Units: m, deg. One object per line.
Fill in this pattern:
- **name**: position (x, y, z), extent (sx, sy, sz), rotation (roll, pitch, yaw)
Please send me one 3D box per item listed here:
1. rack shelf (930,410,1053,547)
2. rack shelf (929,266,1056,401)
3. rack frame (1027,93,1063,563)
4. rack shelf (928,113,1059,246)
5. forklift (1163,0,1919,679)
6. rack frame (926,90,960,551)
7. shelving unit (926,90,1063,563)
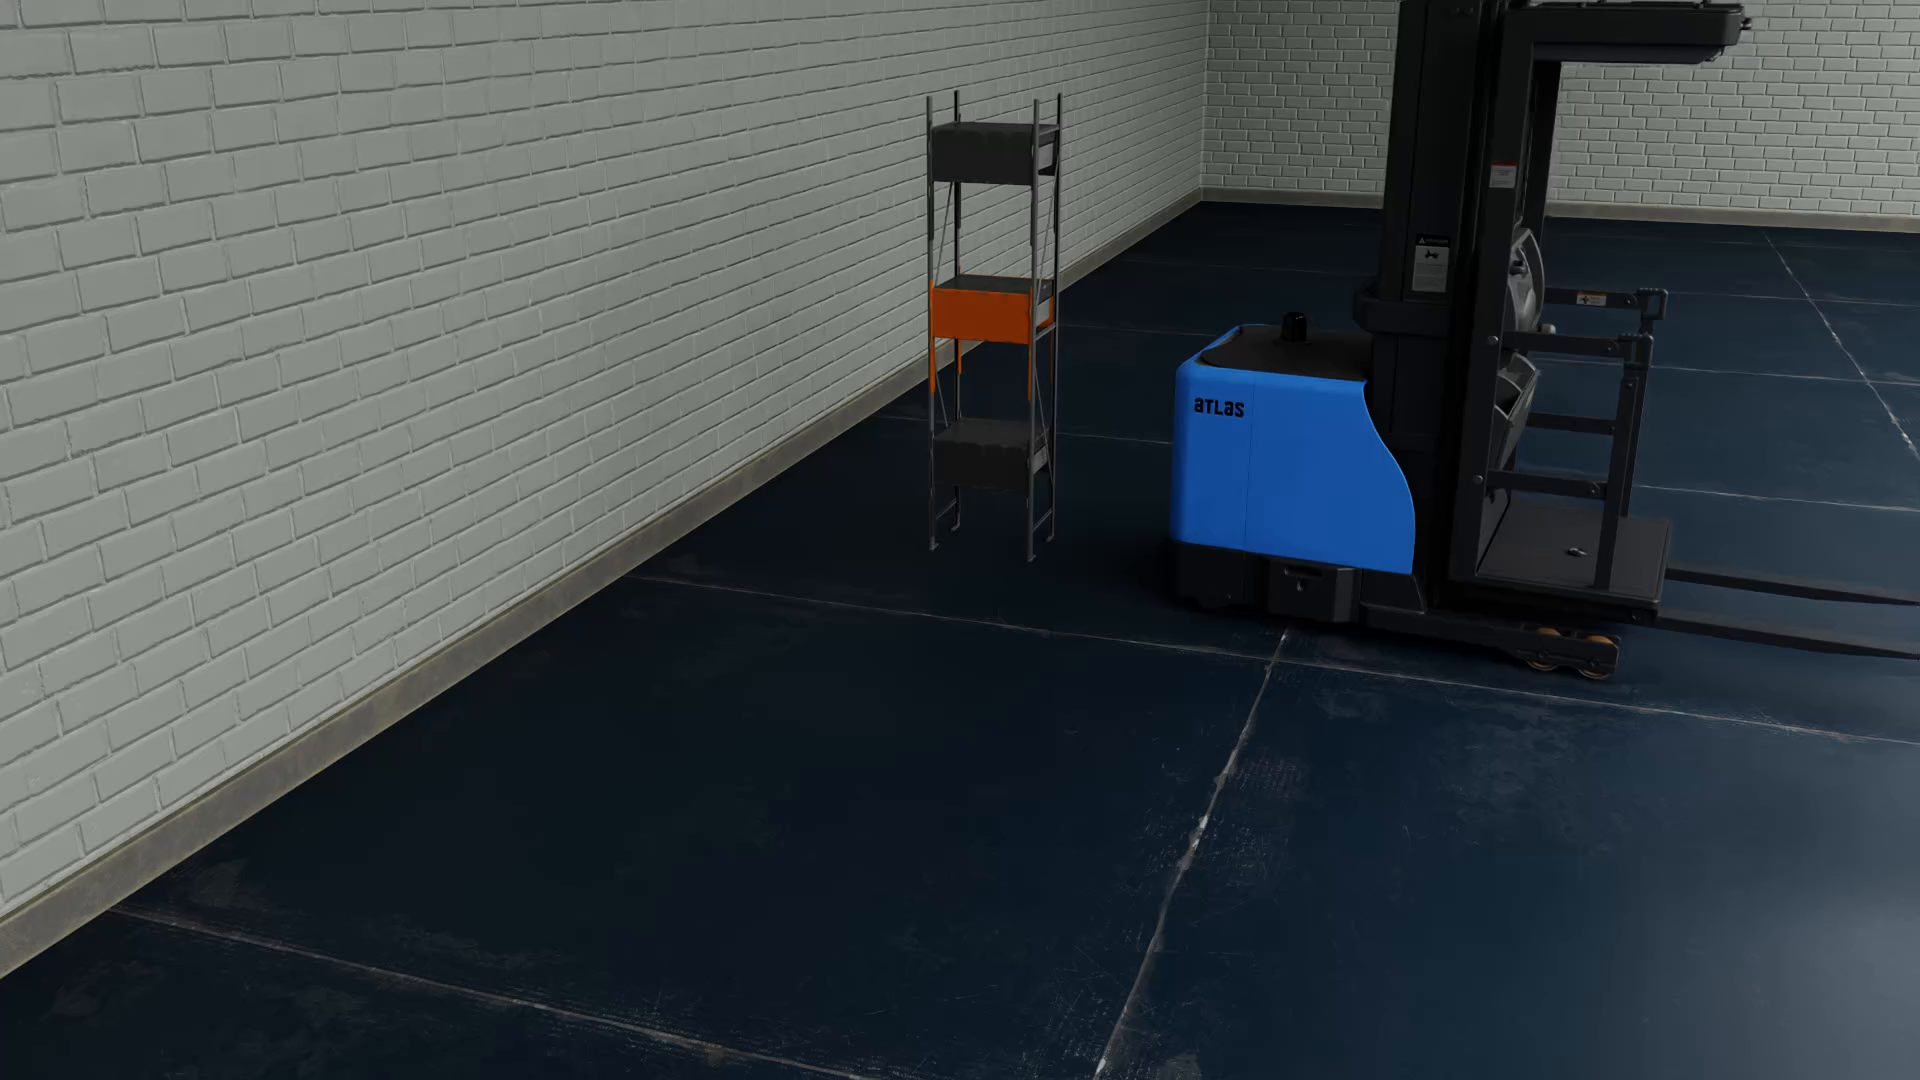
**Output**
- **rack shelf**: position (0.156, -0.300, 7.914), extent (0.480, 0.518, 0.431), rotation (7, 20, 18)
- **rack shelf**: position (0.156, -0.961, 7.684), extent (0.480, 0.518, 0.431), rotation (7, 20, 18)
- **rack frame**: position (0.387, -0.947, 7.604), extent (0.015, 2.100, 0.400), rotation (7, 20, 18)
- **rack shelf**: position (0.156, -1.622, 7.453), extent (0.480, 0.518, 0.431), rotation (7, 20, 18)
- **forklift**: position (2.449, -1.039, 6.603), extent (3.031, 2.935, 1.130), rotation (9, 21, 23)
- **rack frame**: position (-0.074, -1.000, 7.755), extent (0.015, 2.100, 0.400), rotation (7, 20, 18)
- **shelving unit**: position (0.156, -0.974, 7.679), extent (0.503, 2.100, 0.431), rotation (7, 20, 18)
